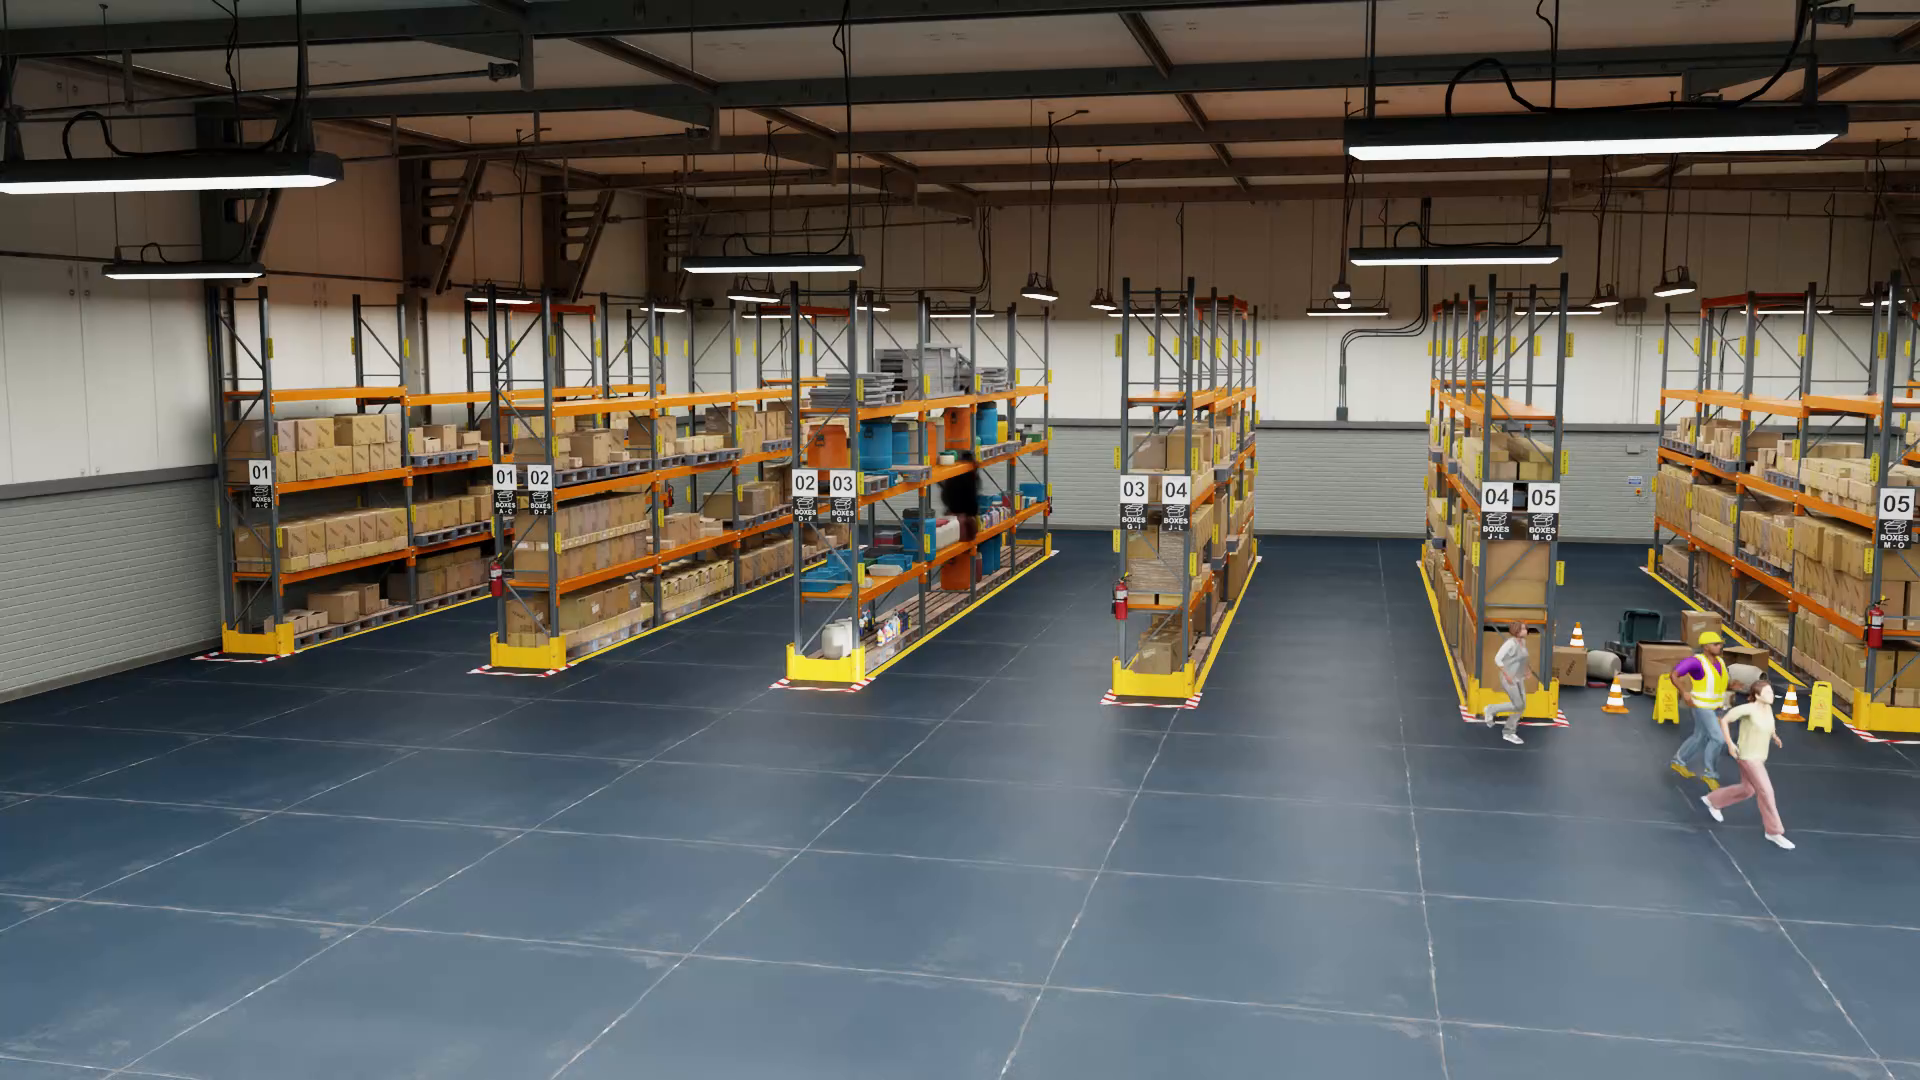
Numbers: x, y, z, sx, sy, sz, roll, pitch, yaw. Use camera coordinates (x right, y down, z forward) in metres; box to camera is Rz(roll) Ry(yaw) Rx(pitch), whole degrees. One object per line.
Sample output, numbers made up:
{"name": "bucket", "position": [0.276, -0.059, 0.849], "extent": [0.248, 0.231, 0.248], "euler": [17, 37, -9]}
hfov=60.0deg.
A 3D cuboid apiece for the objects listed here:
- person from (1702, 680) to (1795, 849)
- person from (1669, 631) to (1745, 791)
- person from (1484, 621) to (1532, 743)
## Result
{"name": "person", "position": [8.066, 2.234, 16.987], "extent": [0.599, 1.664, 1.008], "euler": [-4, 8, -32]}
{"name": "person", "position": [8.538, 1.950, 19.047], "extent": [0.674, 1.832, 0.785], "euler": [-5, 8, -37]}
{"name": "person", "position": [7.028, 1.804, 21.340], "extent": [0.542, 1.549, 0.557], "euler": [6, 9, 42]}
